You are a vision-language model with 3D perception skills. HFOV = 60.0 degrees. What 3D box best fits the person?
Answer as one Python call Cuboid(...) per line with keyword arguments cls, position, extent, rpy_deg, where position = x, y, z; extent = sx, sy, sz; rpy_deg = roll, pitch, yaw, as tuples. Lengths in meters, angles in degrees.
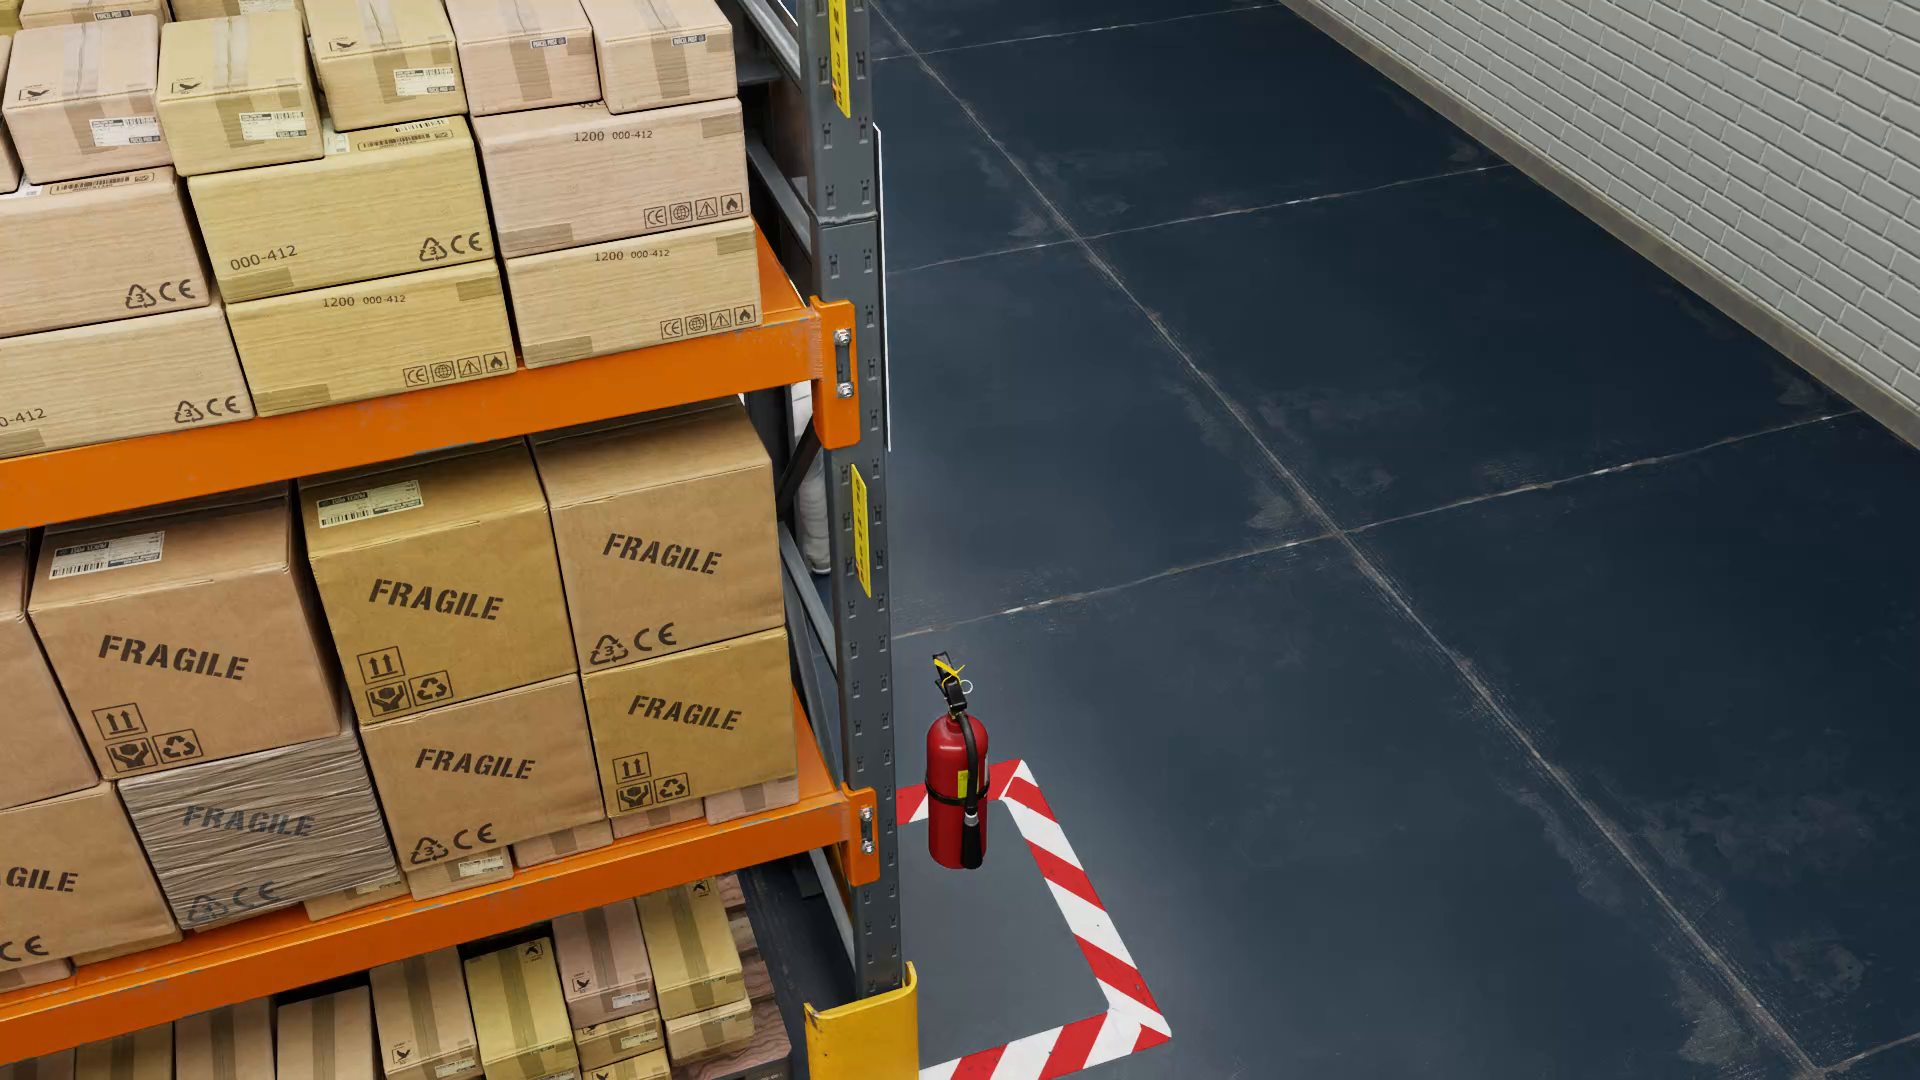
Cuboid(cls="person", position=(-0.794, -0.532, 6.829), extent=(0.563, 1.666, 0.469), rpy_deg=(-15, 40, -18))
